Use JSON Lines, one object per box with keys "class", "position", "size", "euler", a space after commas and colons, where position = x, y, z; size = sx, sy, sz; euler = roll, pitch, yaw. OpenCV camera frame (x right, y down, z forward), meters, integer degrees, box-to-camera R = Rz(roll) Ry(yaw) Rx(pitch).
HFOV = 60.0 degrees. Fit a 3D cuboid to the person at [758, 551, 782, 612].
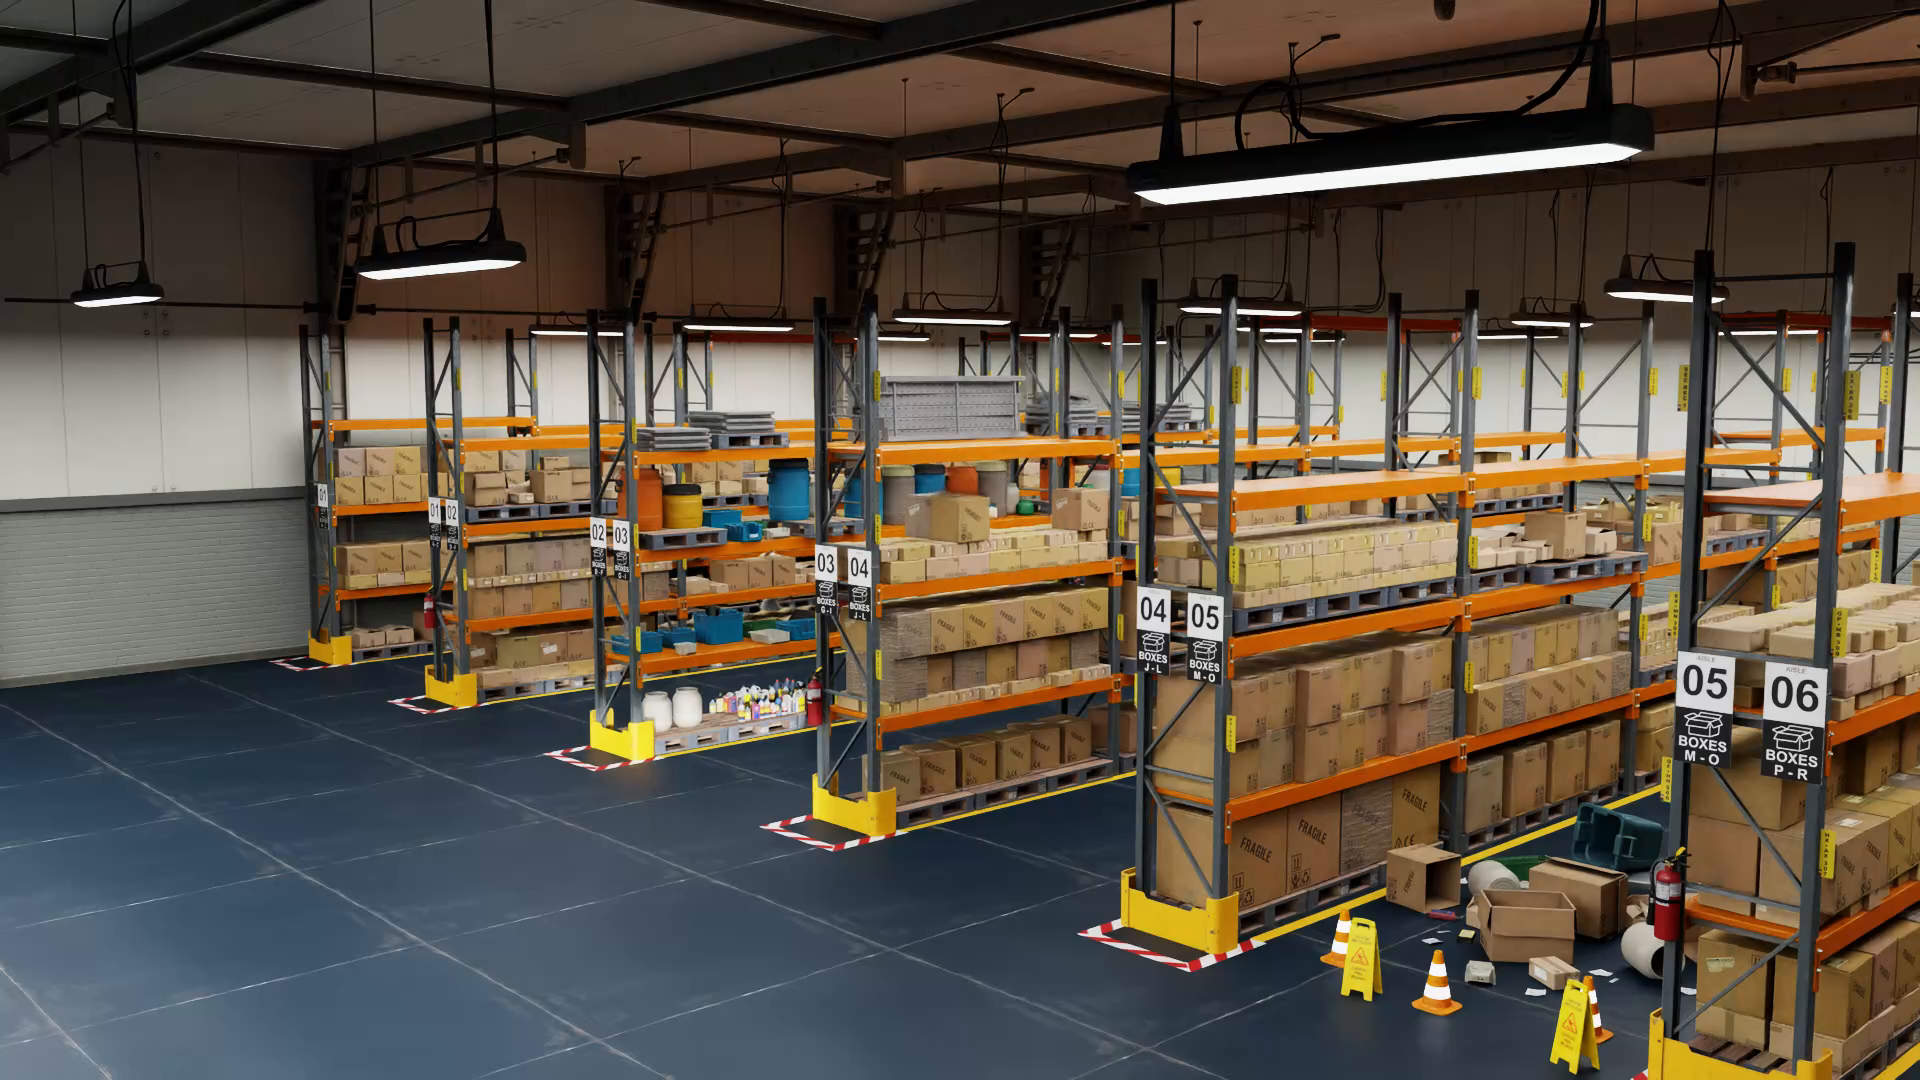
{"class": "person", "position": [-3.936, 0.884, 33.601], "size": [0.548, 1.715, 1.128], "euler": [5, 8, 42]}
